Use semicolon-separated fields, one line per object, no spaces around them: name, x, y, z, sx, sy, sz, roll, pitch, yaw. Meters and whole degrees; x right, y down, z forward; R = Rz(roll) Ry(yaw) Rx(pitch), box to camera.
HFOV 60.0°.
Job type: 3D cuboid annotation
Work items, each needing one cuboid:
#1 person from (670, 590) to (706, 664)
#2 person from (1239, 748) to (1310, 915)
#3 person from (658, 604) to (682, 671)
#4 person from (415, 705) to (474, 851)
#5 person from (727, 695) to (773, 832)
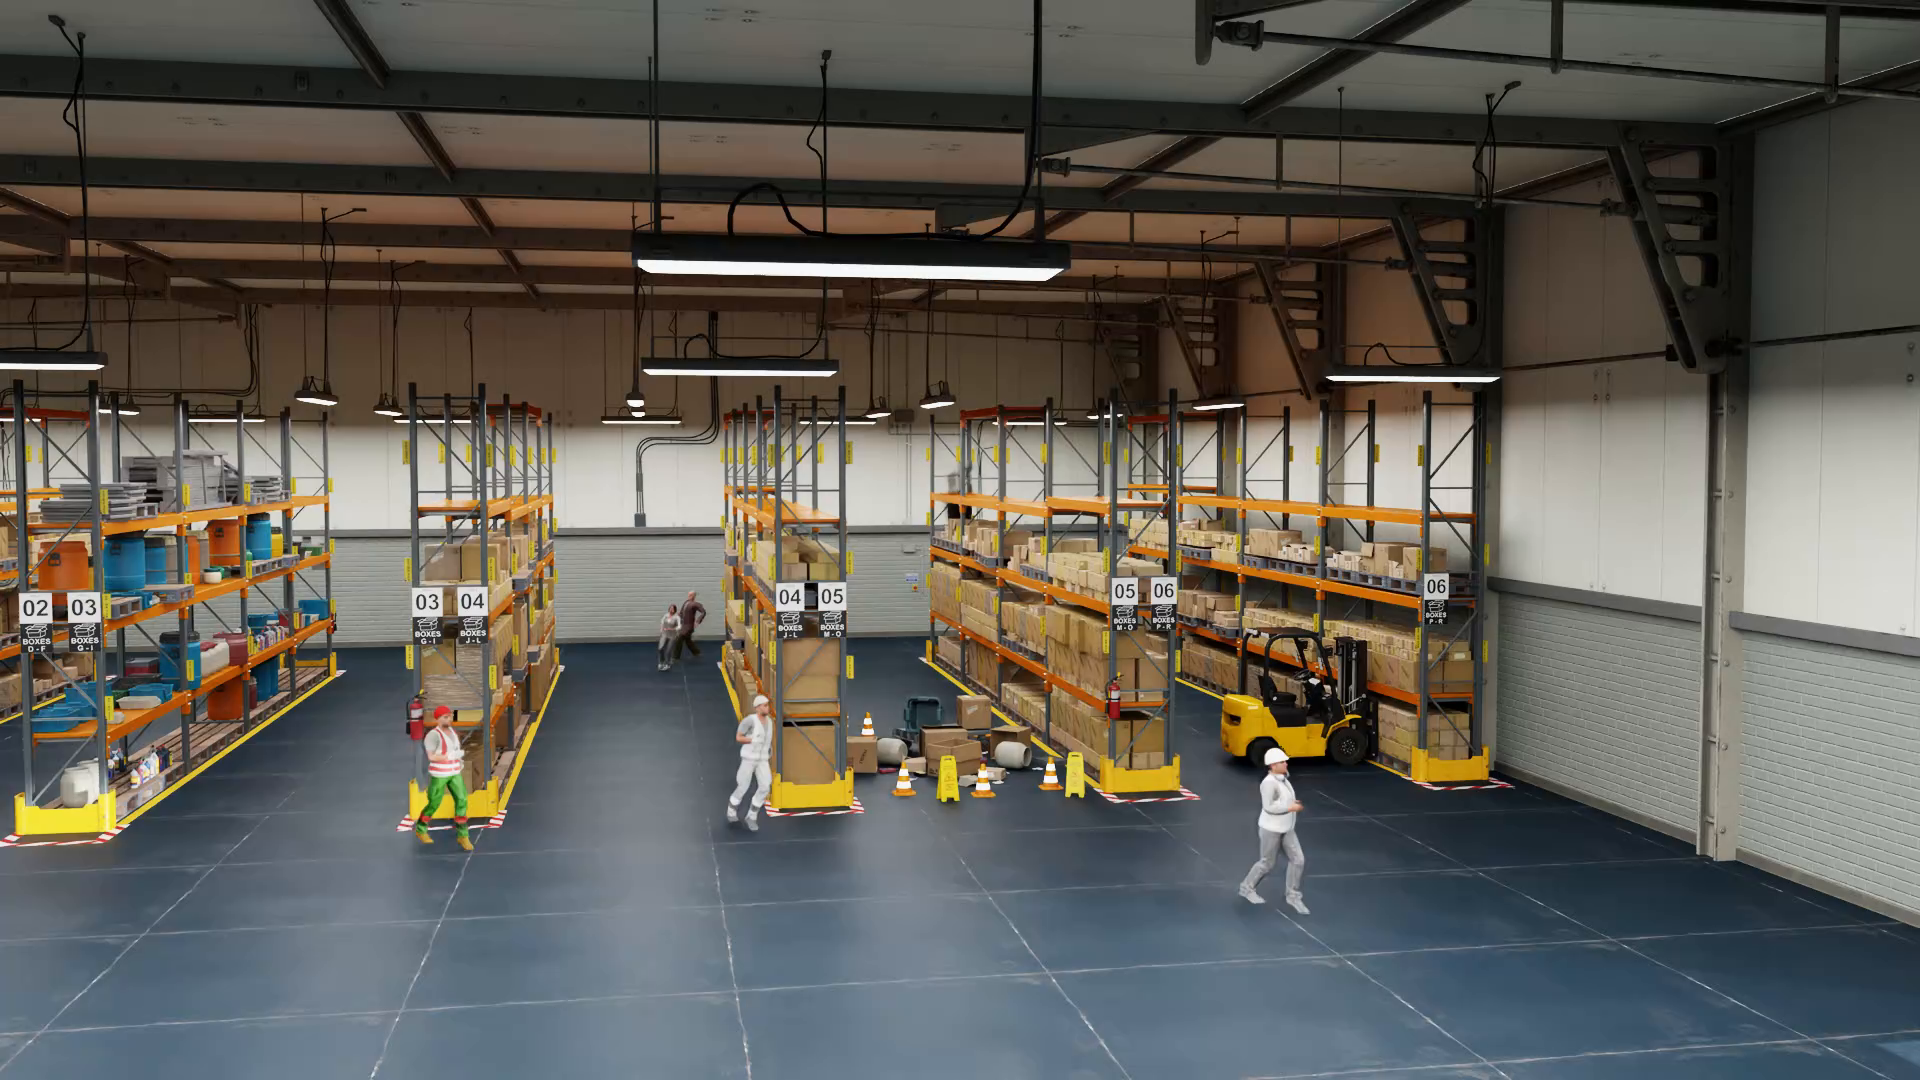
person;-6.586;2.093;39.971;0.989;1.761;0.755;-2;3;-32
person;3.453;3.194;18.243;0.801;1.836;0.643;2;4;36
person;-6.723;2.262;38.600;0.580;1.558;0.584;0;3;10
person;-6.559;3.015;21.161;0.871;1.831;0.646;2;3;30
person;-2.738;2.991;22.429;0.660;1.799;0.726;-2;4;-36
